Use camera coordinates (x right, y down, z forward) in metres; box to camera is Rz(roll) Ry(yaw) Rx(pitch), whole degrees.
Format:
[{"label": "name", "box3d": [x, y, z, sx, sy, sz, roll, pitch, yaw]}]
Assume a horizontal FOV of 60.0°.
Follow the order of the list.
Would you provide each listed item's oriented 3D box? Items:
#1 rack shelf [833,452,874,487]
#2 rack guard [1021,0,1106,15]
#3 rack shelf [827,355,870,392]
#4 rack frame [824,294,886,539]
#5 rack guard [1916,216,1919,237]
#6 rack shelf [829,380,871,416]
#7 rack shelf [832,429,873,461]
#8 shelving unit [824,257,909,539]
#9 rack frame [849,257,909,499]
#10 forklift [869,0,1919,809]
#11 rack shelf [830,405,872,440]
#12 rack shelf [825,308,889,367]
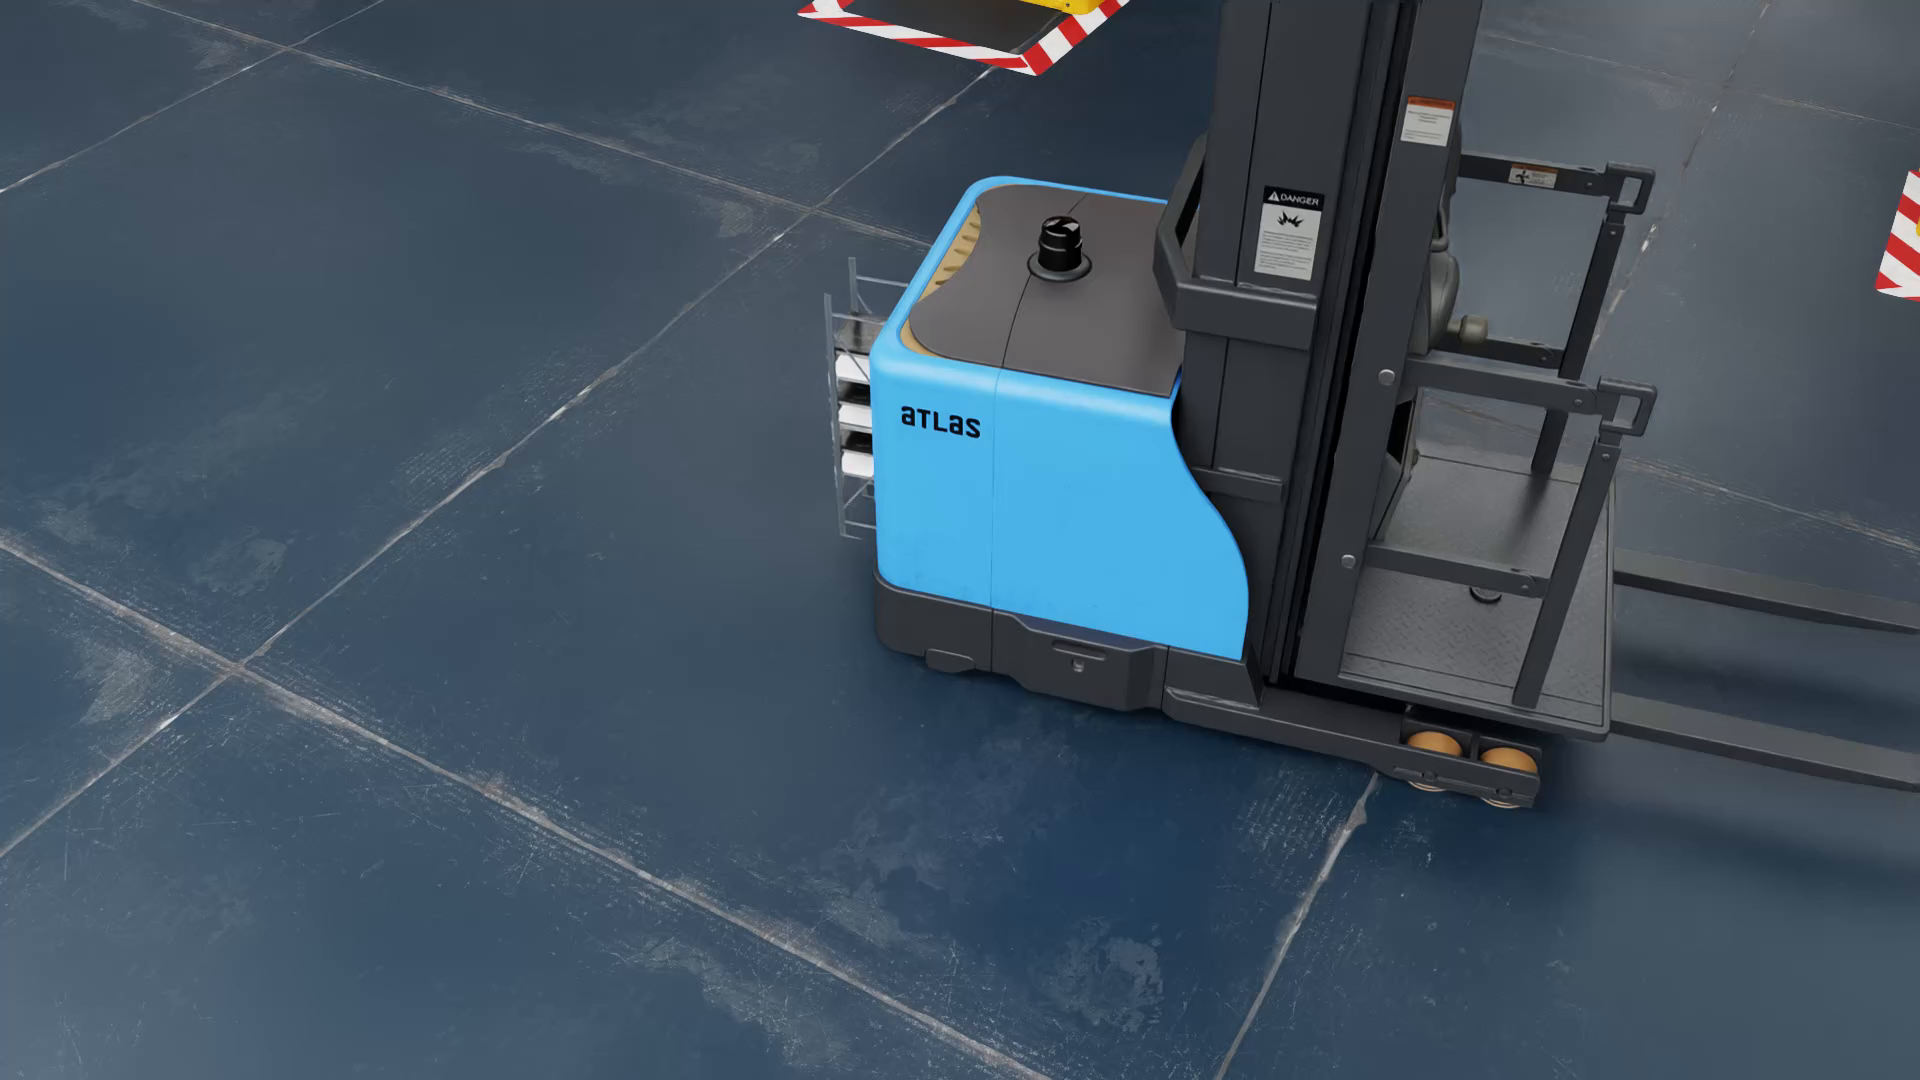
[{"label": "rack shelf", "box3d": [-0.235, -0.234, 5.156, 0.258, 0.077, 0.200, 11, 43, 13]}, {"label": "rack guard", "box3d": [0.193, -3.048, 8.333, 1.175, 0.500, 0.348, 21, 45, 22]}, {"label": "rack shelf", "box3d": [-0.236, -0.504, 4.919, 0.258, 0.077, 0.200, 11, 43, 13]}, {"label": "rack frame", "box3d": [-0.266, -0.330, 4.943, 0.240, 0.900, 0.006, 11, 43, 13]}, {"label": "rack guard", "box3d": [4.387, -1.292, 6.339, 1.175, 0.500, 0.348, 21, 45, 22]}, {"label": "rack shelf", "box3d": [-0.236, -0.436, 4.978, 0.258, 0.077, 0.200, 11, 43, 13]}, {"label": "rack shelf", "box3d": [-0.236, -0.301, 5.097, 0.258, 0.077, 0.200, 11, 43, 13]}, {"label": "shelving unit", "box3d": [-0.236, -0.394, 5.016, 0.258, 0.900, 0.210, 11, 43, 13]}, {"label": "rack frame", "box3d": [-0.206, -0.458, 5.088, 0.240, 0.900, 0.006, 11, 43, 13]}, {"label": "forklift", "box3d": [1.329, -0.780, 3.918, 3.031, 2.935, 1.130, 12, 43, 13]}, {"label": "rack shelf", "box3d": [-0.236, -0.369, 5.038, 0.258, 0.077, 0.200, 11, 43, 13]}, {"label": "rack shelf", "box3d": [-0.237, -0.572, 4.859, 0.258, 0.077, 0.200, 11, 43, 13]}]
